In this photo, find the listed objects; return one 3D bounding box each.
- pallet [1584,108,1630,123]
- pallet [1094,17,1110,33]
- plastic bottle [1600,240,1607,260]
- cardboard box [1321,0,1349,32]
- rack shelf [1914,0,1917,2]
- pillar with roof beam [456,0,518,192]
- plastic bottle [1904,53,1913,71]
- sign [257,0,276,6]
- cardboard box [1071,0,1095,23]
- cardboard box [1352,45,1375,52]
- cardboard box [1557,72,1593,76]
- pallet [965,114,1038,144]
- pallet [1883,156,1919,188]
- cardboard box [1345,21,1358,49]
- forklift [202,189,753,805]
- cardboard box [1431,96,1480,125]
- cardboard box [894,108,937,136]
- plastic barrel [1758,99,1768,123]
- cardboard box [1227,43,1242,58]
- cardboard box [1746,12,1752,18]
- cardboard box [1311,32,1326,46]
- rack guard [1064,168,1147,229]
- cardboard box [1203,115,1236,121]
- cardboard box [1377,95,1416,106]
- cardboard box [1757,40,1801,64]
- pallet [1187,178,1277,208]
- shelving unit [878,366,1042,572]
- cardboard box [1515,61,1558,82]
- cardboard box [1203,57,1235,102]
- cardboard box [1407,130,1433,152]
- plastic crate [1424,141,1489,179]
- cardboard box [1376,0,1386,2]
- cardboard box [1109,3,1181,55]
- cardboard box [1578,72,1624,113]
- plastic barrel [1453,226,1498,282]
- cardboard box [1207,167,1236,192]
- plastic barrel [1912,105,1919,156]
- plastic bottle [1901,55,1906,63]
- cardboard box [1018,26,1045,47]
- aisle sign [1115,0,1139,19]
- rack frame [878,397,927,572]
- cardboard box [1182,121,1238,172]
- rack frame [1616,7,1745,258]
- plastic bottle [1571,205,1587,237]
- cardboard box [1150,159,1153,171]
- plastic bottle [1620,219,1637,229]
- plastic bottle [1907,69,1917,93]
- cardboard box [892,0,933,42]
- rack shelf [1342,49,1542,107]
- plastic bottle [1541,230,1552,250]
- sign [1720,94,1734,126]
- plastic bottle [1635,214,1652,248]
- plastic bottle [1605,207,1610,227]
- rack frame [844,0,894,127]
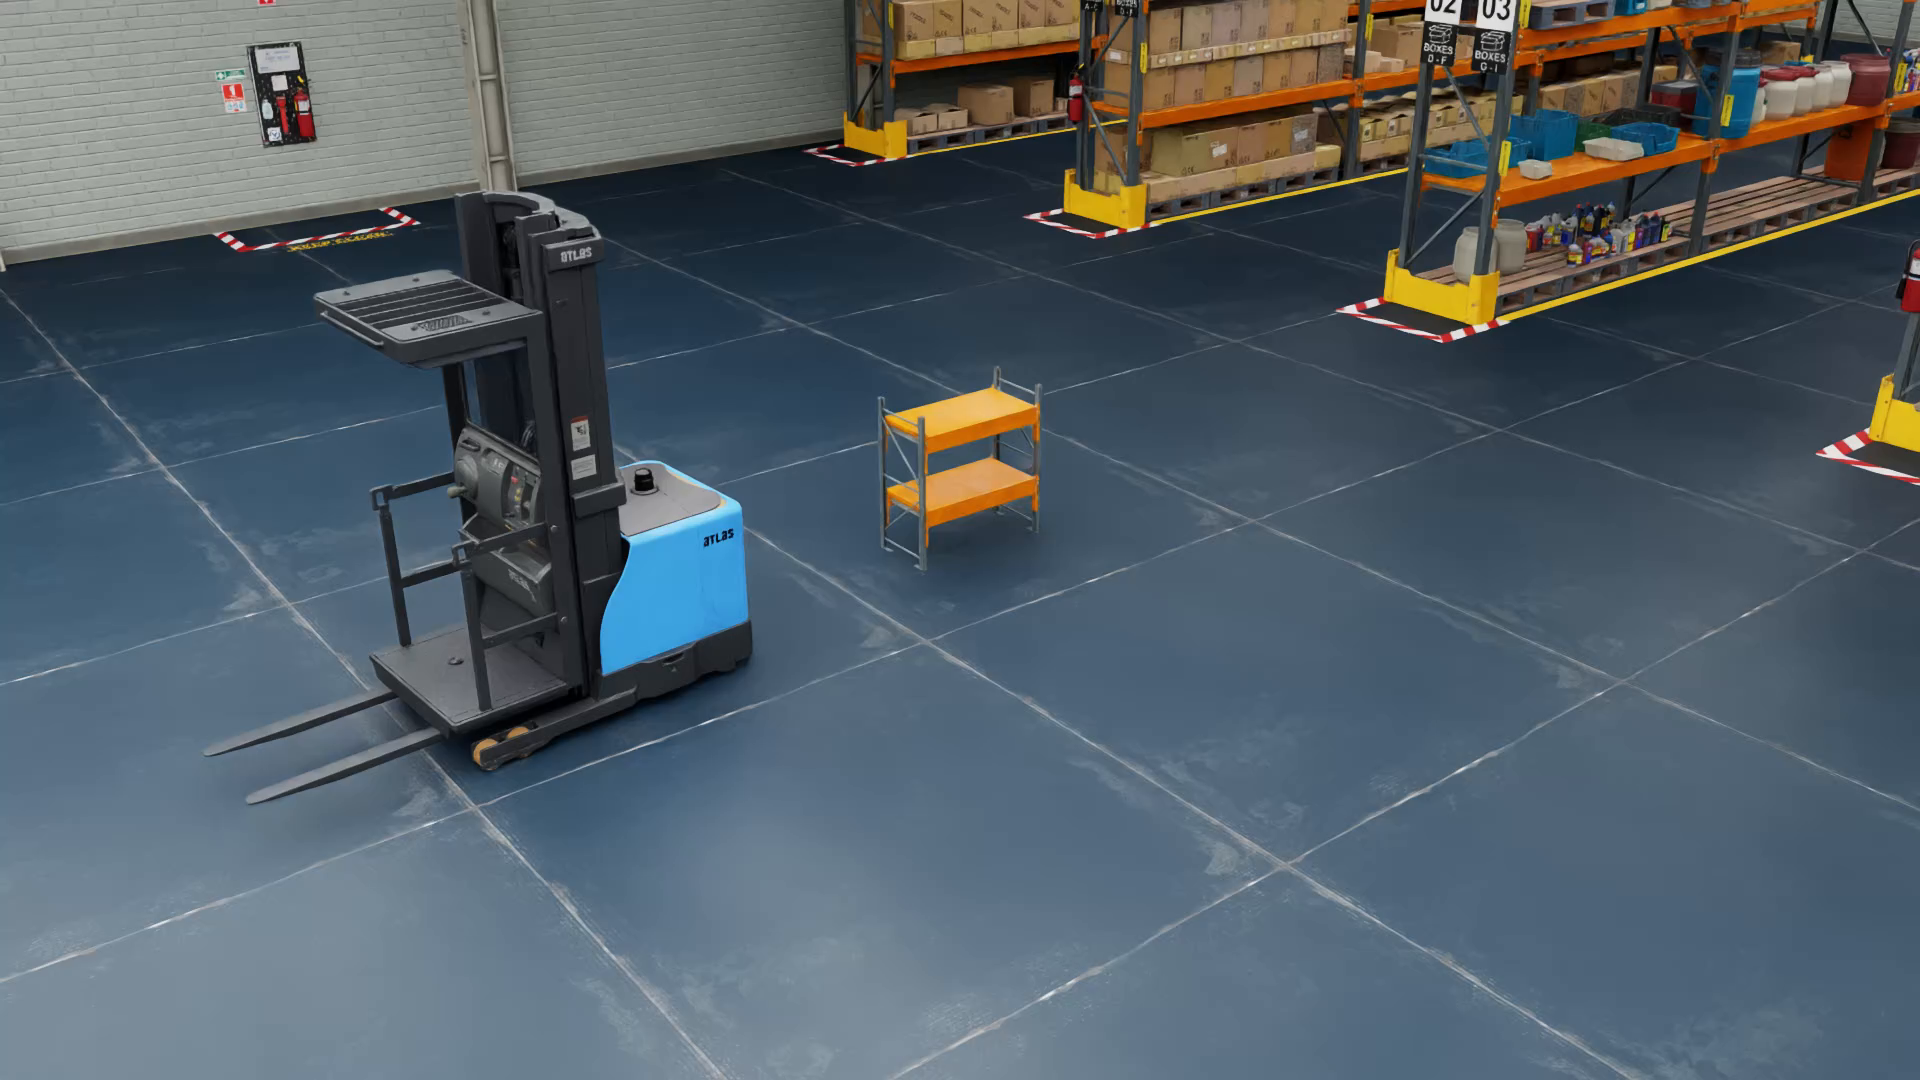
[{"bbox_3d":[9.645,-6.629,25.910,1.213,0.211,1.003,-18,31,-34],"label":"pallet"},{"bbox_3d":[2.559,-8.062,25.913,1.213,0.211,1.003,-18,31,-34],"label":"pallet"},{"bbox_3d":[6.879,-3.116,17.830,0.097,0.201,0.097,0,25,0],"label":"plastic bottle"},{"bbox_3d":[4.582,-6.875,21.467,0.500,0.500,0.700,-18,30,-34],"label":"cardboard box"},{"bbox_3d":[12.702,-7.309,21.355,4.000,0.370,1.077,-18,31,-34],"label":"rack shelf"},{"bbox_3d":[-3.328,-7.164,16.624,0.400,9.000,9.100,-18,31,-34],"label":"pillar with roof beam"},{"bbox_3d":[12.593,-6.322,22.089,0.097,0.271,0.097,0,25,0],"label":"plastic bottle"},{"bbox_3d":[-8.020,-6.322,19.183,0.199,0.298,0.001,-18,31,-34],"label":"sign"},{"bbox_3d":[1.686,-8.054,24.932,0.500,0.500,0.500,-18,31,-34],"label":"cardboard box"},{"bbox_3d":[5.506,-6.587,22.666,0.258,0.266,0.396,-19,31,-35],"label":"cardboard box"},{"bbox_3d":[9.483,-7.057,25.966,0.500,0.500,0.500,-20,31,-36],"label":"cardboard box"},{"bbox_3d":[0.400,-6.229,25.047,1.213,0.211,1.003,-18,31,-34],"label":"pallet"},{"bbox_3d":[12.683,-5.024,22.453,1.213,0.211,1.003,-18,31,-34],"label":"pallet"},{"bbox_3d":[6.368,-8.626,28.955,0.750,0.750,0.750,-18,31,-34],"label":"cardboard box"},{"bbox_3d":[-2.709,-0.312,9.068,3.031,2.935,1.130,-21,32,-37],"label":"forklift"},{"bbox_3d":[7.011,-6.110,23.581,0.500,0.311,0.500,-18,31,-34],"label":"cardboard box"},{"bbox_3d":[-0.680,-6.089,24.106,0.500,0.311,0.500,-23,33,-40],"label":"cardboard box"},{"bbox_3d":[9.117,-4.947,19.137,0.301,0.262,0.301,0,25,0],"label":"plastic barrel"},{"bbox_3d":[3.234,-6.025,20.406,0.250,0.149,0.380,-19,31,-35],"label":"cardboard box"},{"bbox_3d":[12.588,-8.787,27.129,0.500,0.500,0.500,-18,31,-34],"label":"cardboard box"},{"bbox_3d":[4.445,-6.424,21.266,0.250,0.149,0.380,-19,31,-35],"label":"cardboard box"},{"bbox_3d":[1.761,-4.179,20.288,0.348,0.500,1.175,-18,31,-34],"label":"rack guard"},{"bbox_3d":[3.190,-5.235,21.470,0.500,0.500,0.500,-18,31,-34],"label":"cardboard box"},{"bbox_3d":[6.266,-6.152,23.670,0.500,0.311,0.500,-19,31,-35],"label":"cardboard box"},{"bbox_3d":[14.094,-8.318,28.684,0.500,0.500,0.500,-18,31,-34],"label":"cardboard box"},{"bbox_3d":[3.315,-4.582,21.500,1.213,0.211,1.003,-18,31,-34],"label":"pallet"},{"bbox_3d":[0.005,-0.512,11.644,1.048,1.125,0.538,-18,31,-34],"label":"shelving unit"},{"bbox_3d":[8.708,-7.140,25.255,0.500,0.250,0.500,-17,30,-32],"label":"cardboard box"},{"bbox_3d":[2.959,-5.747,20.578,0.500,0.500,0.700,-18,30,-34],"label":"cardboard box"},{"bbox_3d":[6.207,-5.592,23.131,0.500,0.250,0.500,-19,31,-36],"label":"cardboard box"},{"bbox_3d":[5.042,-3.839,16.763,0.616,0.251,0.499,-18,31,-34],"label":"plastic crate"},{"bbox_3d":[7.251,-9.535,29.133,0.250,0.149,0.380,-18,31,-34],"label":"cardboard box"},{"bbox_3d":[2.197,-6.084,19.763,0.500,0.500,0.700,-18,30,-34],"label":"cardboard box"},{"bbox_3d":[9.823,-6.890,25.608,0.500,0.500,0.500,-19,31,-36],"label":"cardboard box"},{"bbox_3d":[5.304,-2.936,17.096,0.421,0.512,0.421,0,25,0],"label":"plastic barrel"},{"bbox_3d":[3.124,-4.589,20.969,0.500,0.250,0.500,-18,31,-34],"label":"cardboard box"},{"bbox_3d":[13.280,-5.714,22.619,0.708,0.901,0.600,-18,31,-34],"label":"plastic barrel"},{"bbox_3d":[12.484,-6.387,22.134,0.185,0.351,0.144,-18,31,-34],"label":"plastic bottle"},{"bbox_3d":[0.898,-7.454,24.529,0.500,0.250,0.500,-18,31,-34],"label":"cardboard box"},{"bbox_3d":[1.917,-6.380,18.973,0.004,0.787,0.394,-18,31,-34],"label":"aisle sign"},{"bbox_3d":[-0.395,-0.380,11.360,0.032,1.125,0.500,-18,31,-34],"label":"rack frame"},{"bbox_3d":[3.117,-4.933,20.820,0.500,0.500,0.500,-18,31,-34],"label":"cardboard box"},{"bbox_3d":[7.981,-4.716,18.477,0.127,3.000,1.000,-18,31,-34],"label":"rack frame"},{"bbox_3d":[6.941,-3.593,18.680,0.185,0.351,0.144,-20,31,-36],"label":"plastic bottle"},{"bbox_3d":[2.405,-4.634,21.065,0.500,0.250,0.500,-18,31,-34],"label":"cardboard box"},{"bbox_3d":[7.390,-3.410,18.375,0.135,0.276,0.152,-18,31,-34],"label":"plastic bottle"},{"bbox_3d":[11.955,-5.778,20.903,0.133,0.283,0.061,-18,31,-34],"label":"plastic bottle"},{"bbox_3d":[-0.719,-7.265,23.232,0.500,0.500,0.500,-18,31,-34],"label":"cardboard box"},{"bbox_3d":[6.501,-6.552,23.285,4.000,0.370,1.077,-18,31,-34],"label":"rack shelf"},{"bbox_3d":[6.424,-3.286,18.196,0.097,0.201,0.097,0,25,0],"label":"plastic bottle"},{"bbox_3d":[8.312,-4.657,18.020,0.005,0.325,0.100,-18,31,-34],"label":"sign"},{"bbox_3d":[7.501,-3.402,18.268,0.185,0.351,0.144,-20,32,-37],"label":"plastic bottle"},{"bbox_3d":[7.288,-3.618,18.814,0.133,0.283,0.061,-18,31,-34],"label":"plastic bottle"},{"bbox_3d":[-1.280,-6.959,23.309,0.127,3.000,1.000,-18,31,-34],"label":"rack frame"}]
